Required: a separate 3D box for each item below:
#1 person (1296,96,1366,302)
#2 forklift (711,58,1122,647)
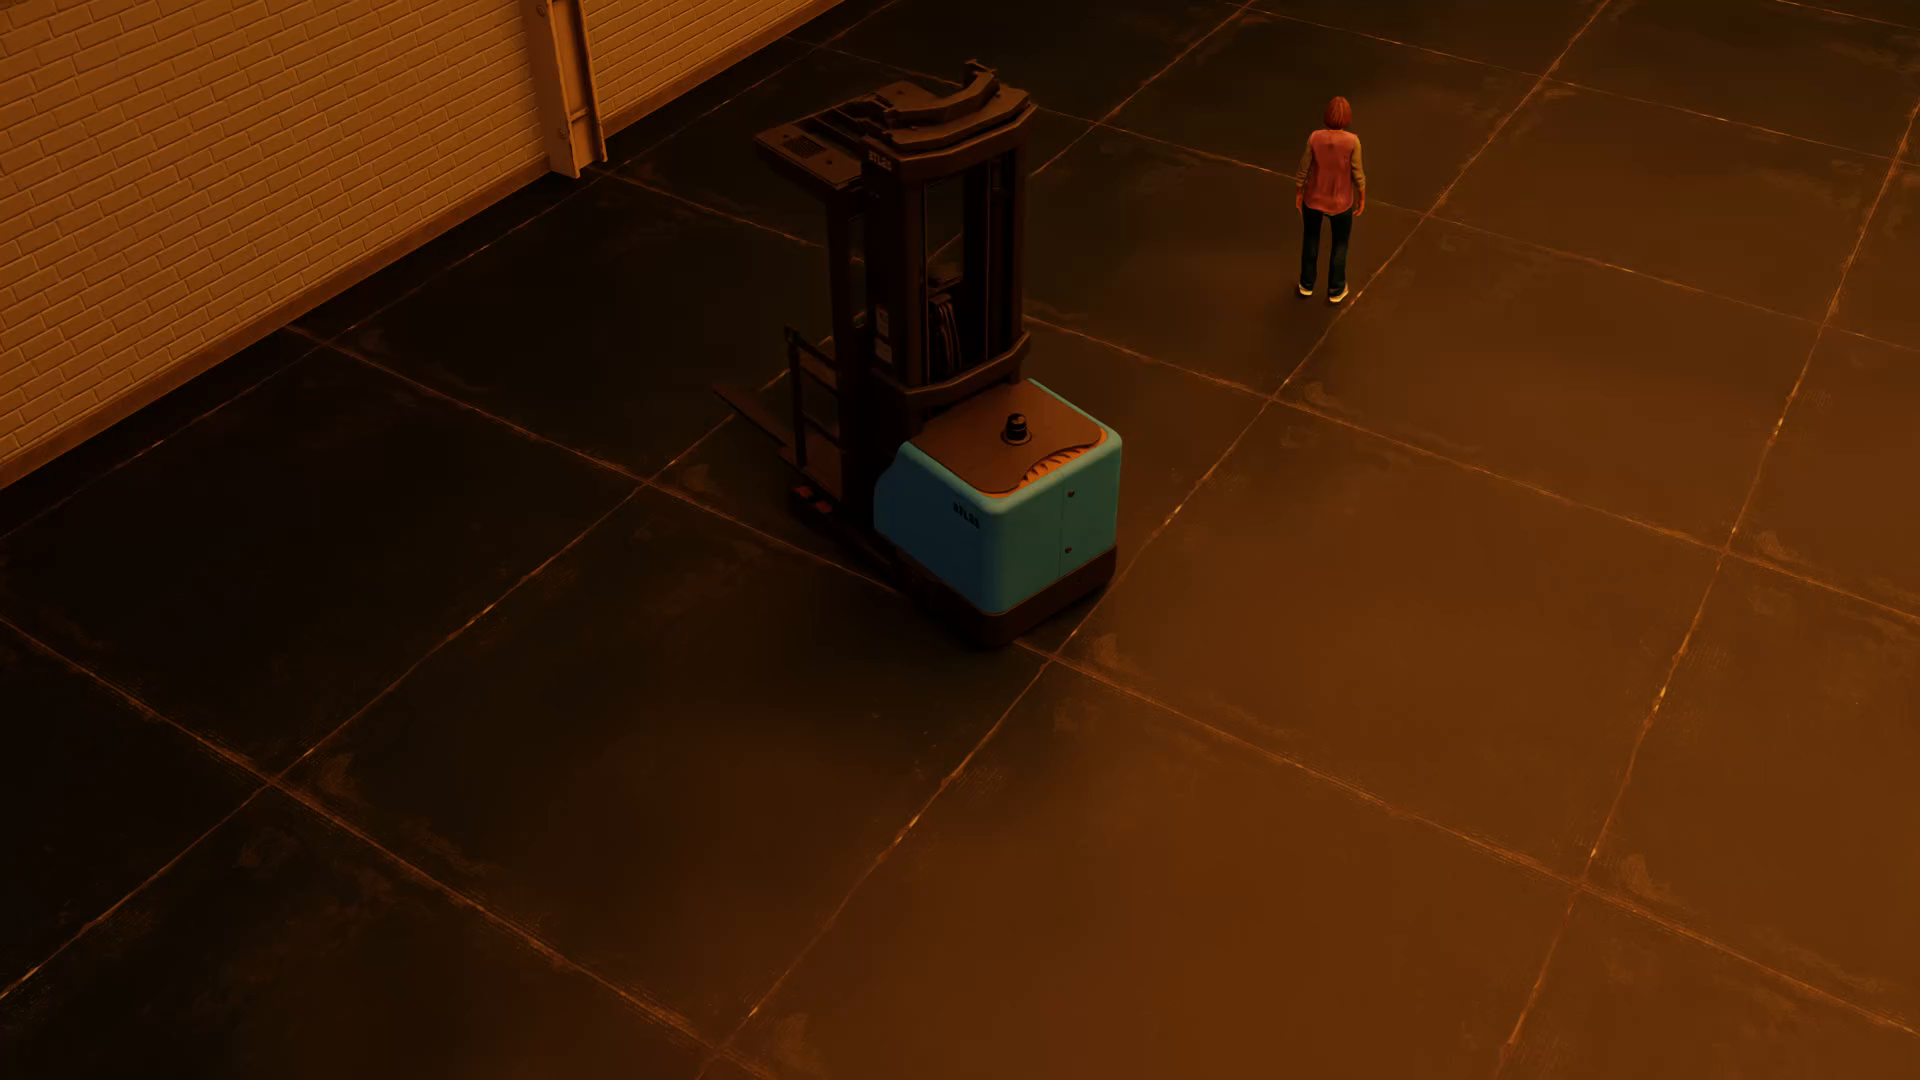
[{"bbox_3d":[2.640,-2.433,11.869,0.497,1.604,0.405,15,43,17],"label":"person"},{"bbox_3d":[-0.424,-1.392,9.609,1.130,2.935,3.031,-29,48,-30],"label":"forklift"}]
